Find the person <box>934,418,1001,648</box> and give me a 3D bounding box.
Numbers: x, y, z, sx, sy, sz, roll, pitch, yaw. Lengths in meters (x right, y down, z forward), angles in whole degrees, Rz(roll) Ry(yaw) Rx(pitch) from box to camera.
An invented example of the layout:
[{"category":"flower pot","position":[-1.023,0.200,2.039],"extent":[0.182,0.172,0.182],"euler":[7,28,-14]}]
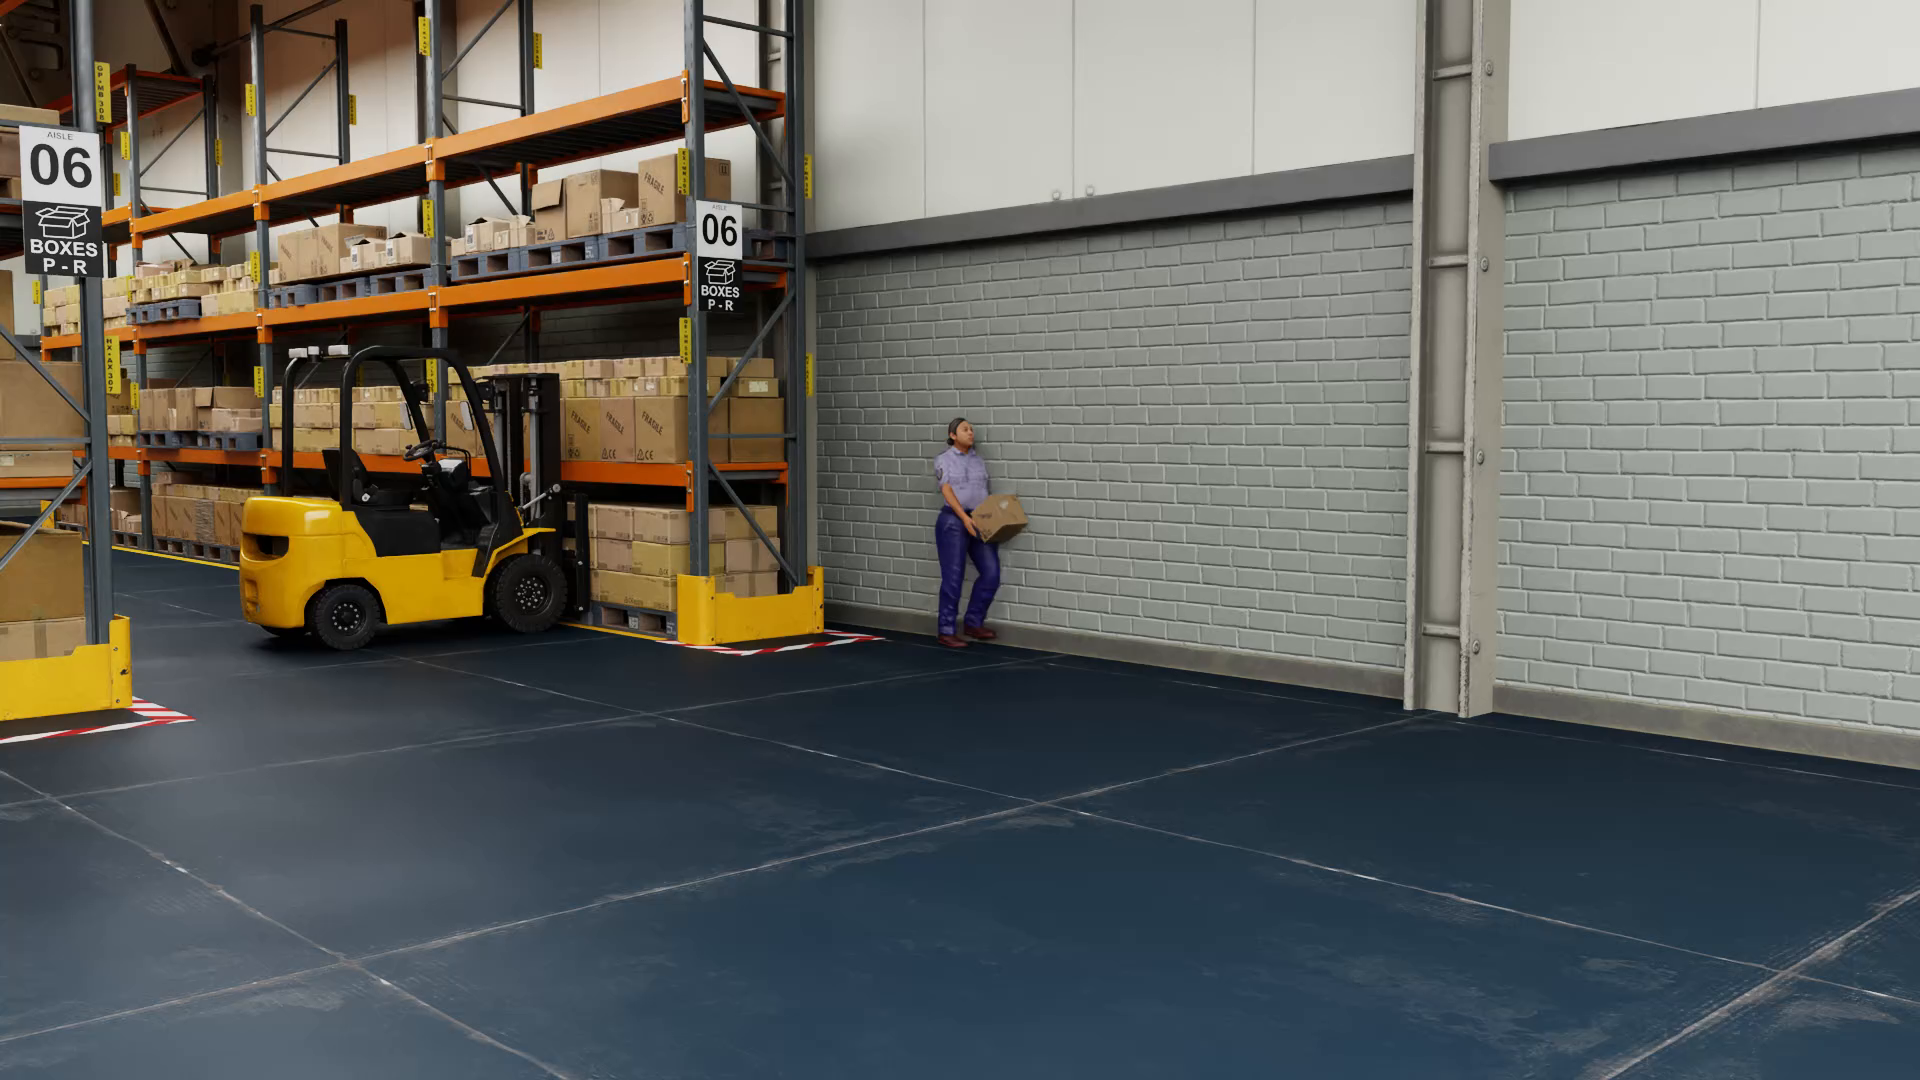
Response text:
[{"category":"person","position":[0.071,-0.056,12.023],"extent":[0.476,1.634,0.516],"euler":[-3,5,-35]}]
